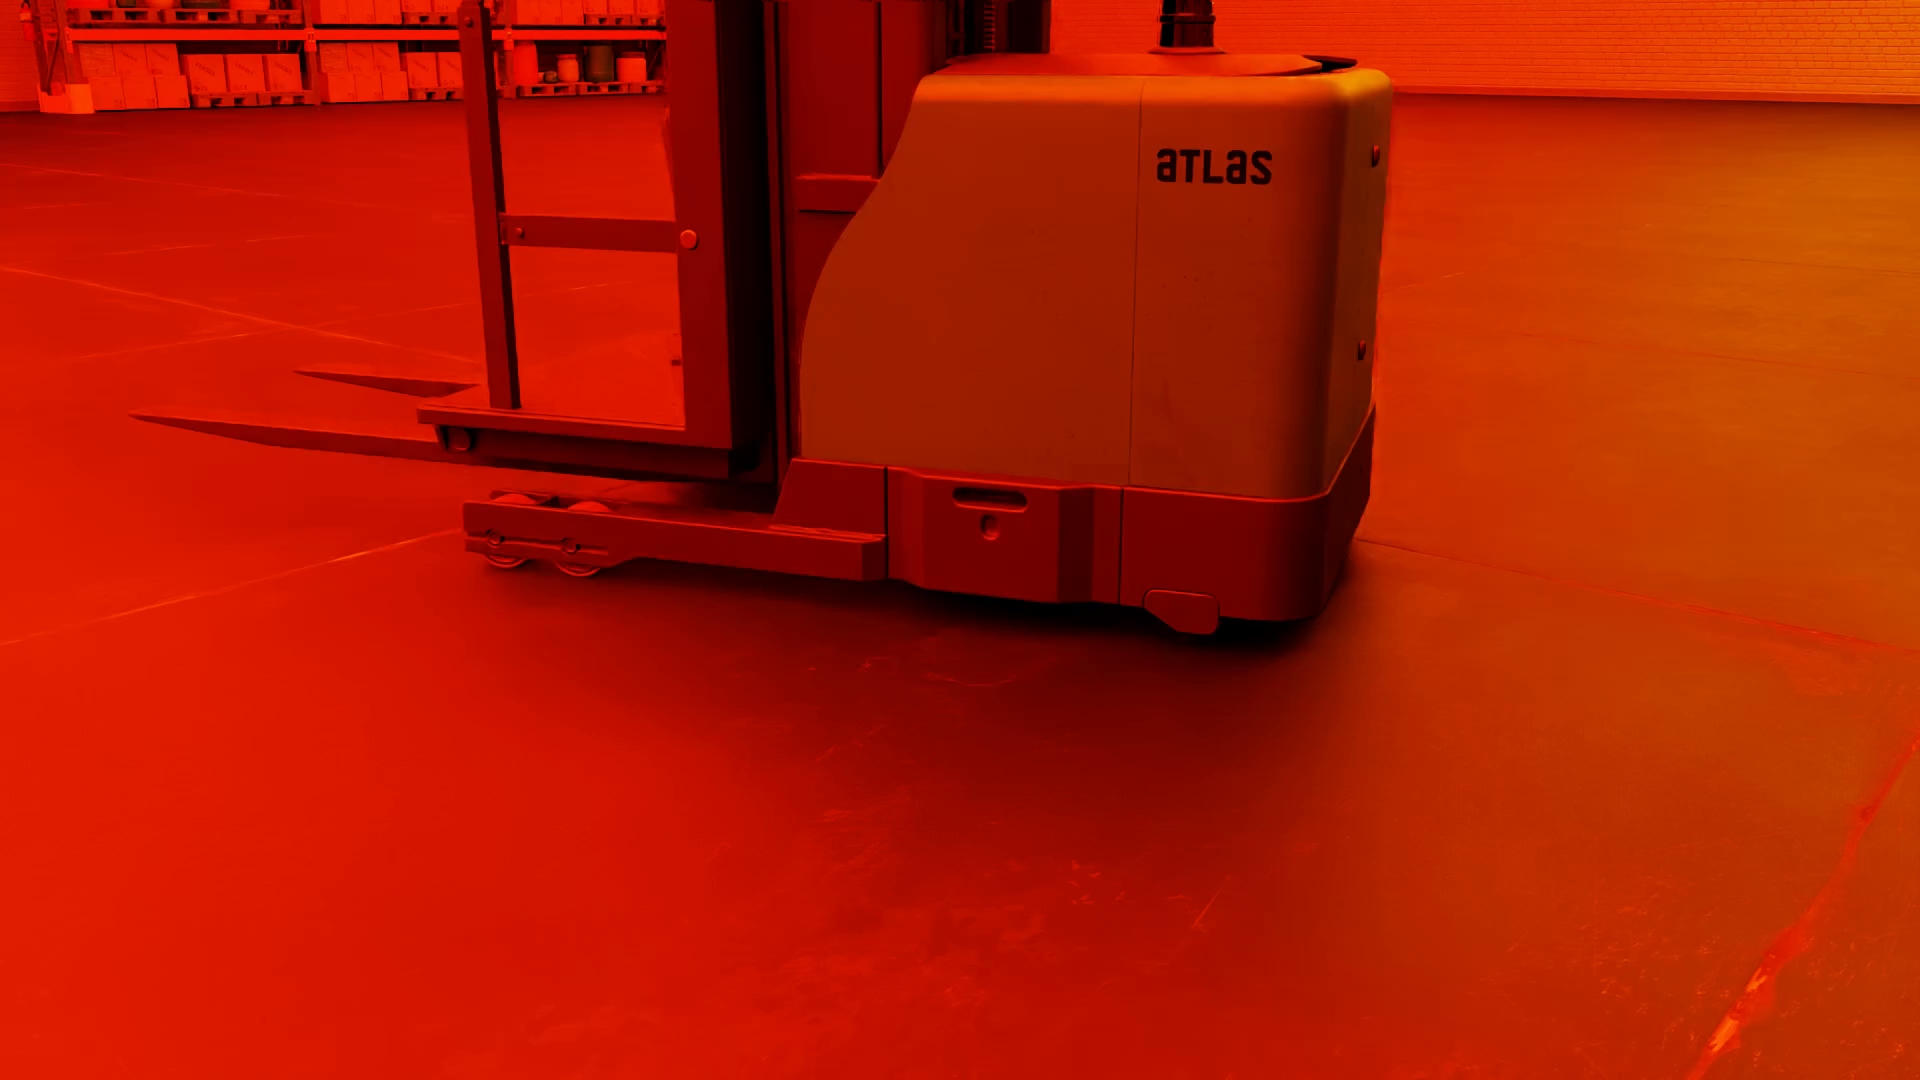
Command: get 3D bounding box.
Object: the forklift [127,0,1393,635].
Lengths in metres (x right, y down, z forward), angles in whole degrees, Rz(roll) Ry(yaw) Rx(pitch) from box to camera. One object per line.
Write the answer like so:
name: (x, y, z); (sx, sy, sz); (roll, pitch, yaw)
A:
forklift: (-0.586, -1.458, 3.698); (3.031, 2.935, 1.130); (6, 18, 18)
